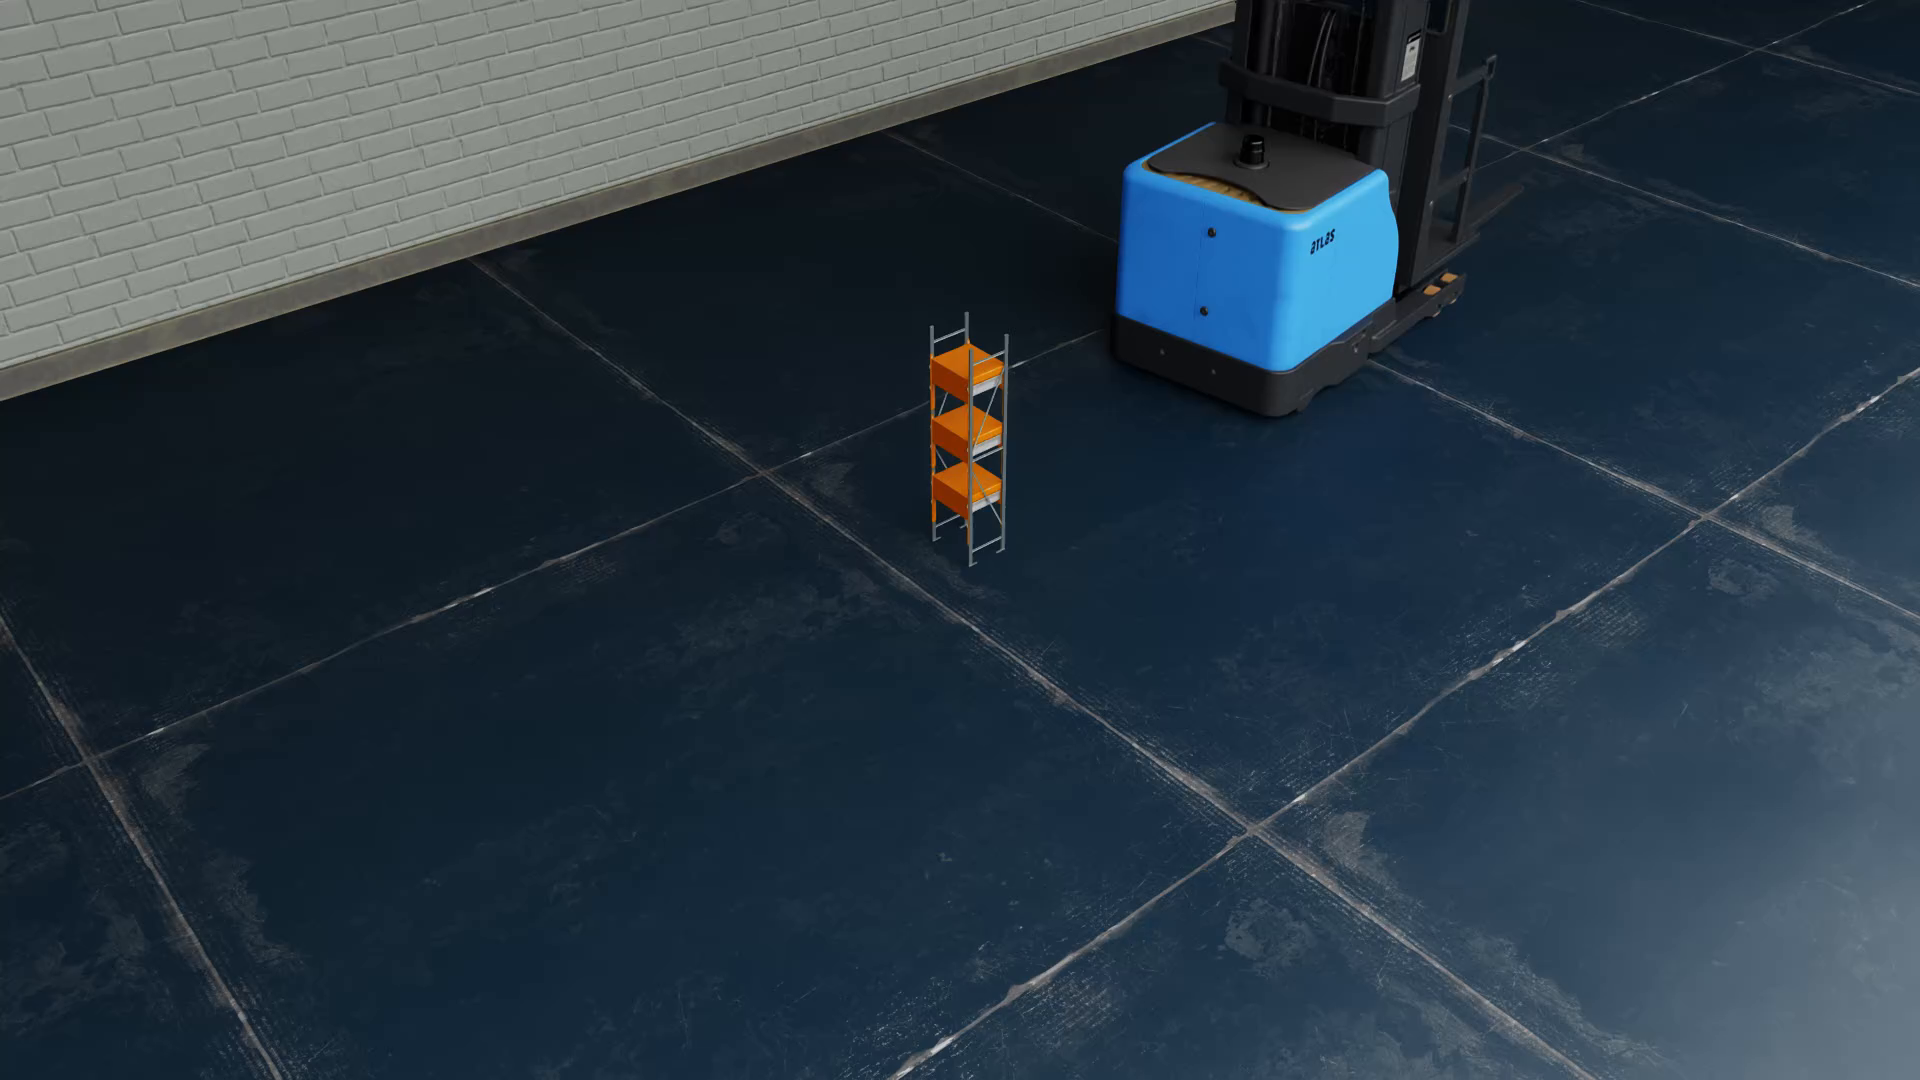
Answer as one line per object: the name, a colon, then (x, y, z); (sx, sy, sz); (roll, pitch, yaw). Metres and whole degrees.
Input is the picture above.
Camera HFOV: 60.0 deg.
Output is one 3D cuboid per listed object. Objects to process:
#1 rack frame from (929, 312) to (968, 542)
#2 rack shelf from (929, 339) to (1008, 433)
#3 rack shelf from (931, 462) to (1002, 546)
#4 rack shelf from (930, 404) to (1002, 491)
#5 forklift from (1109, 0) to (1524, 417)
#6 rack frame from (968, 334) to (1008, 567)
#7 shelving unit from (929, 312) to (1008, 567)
rack frame: (-0.044, -0.459, 6.989); (0.200, 1.050, 0.008); (-26, 43, -32)
rack shelf: (0.035, -0.628, 6.755); (0.215, 0.259, 0.240); (-26, 43, -32)
rack shelf: (0.035, -0.169, 7.080); (0.215, 0.259, 0.240); (-26, 43, -32)
rack shelf: (0.035, -0.396, 6.919); (0.215, 0.259, 0.240); (-26, 43, -32)
forklift: (2.098, -2.565, 8.335); (1.130, 2.935, 3.031); (26, 43, 32)
rack frame: (0.113, -0.351, 6.837); (0.200, 1.050, 0.008); (-26, 43, -32)
shelving unit: (0.035, -0.405, 6.913); (0.215, 1.050, 0.252); (-26, 43, -32)
